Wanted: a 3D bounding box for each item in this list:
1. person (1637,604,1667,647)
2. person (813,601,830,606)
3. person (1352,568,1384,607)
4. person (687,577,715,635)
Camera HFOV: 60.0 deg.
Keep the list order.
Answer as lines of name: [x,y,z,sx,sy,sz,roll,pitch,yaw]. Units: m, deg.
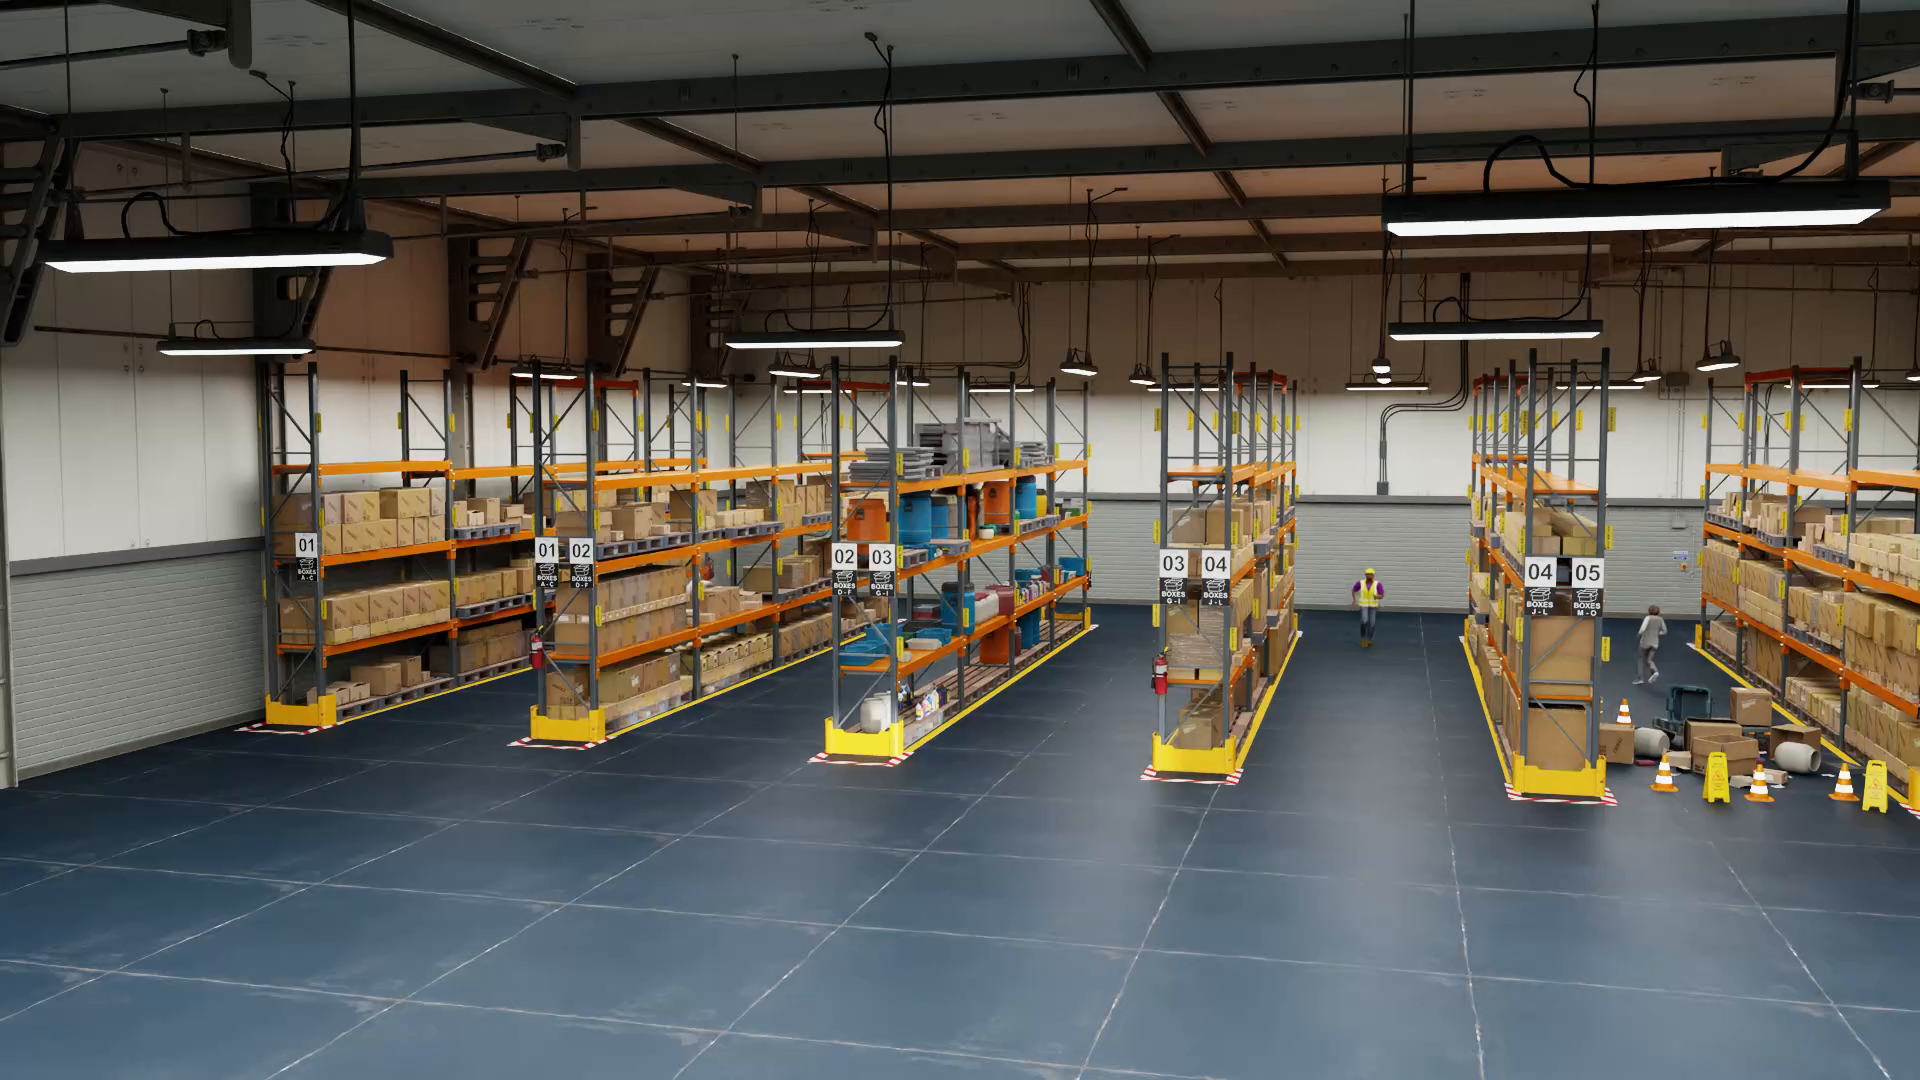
person: [13.212,1.671,31.791,0.576,0.717,0.391,0,4,-6]
person: [-3.811,1.019,45.486,0.843,1.603,0.504,4,6,45]
person: [9.094,1.076,36.976,0.670,0.897,0.702,0,4,5]
person: [-6.064,1.519,38.883,0.714,1.473,0.973,0,4,-4]
